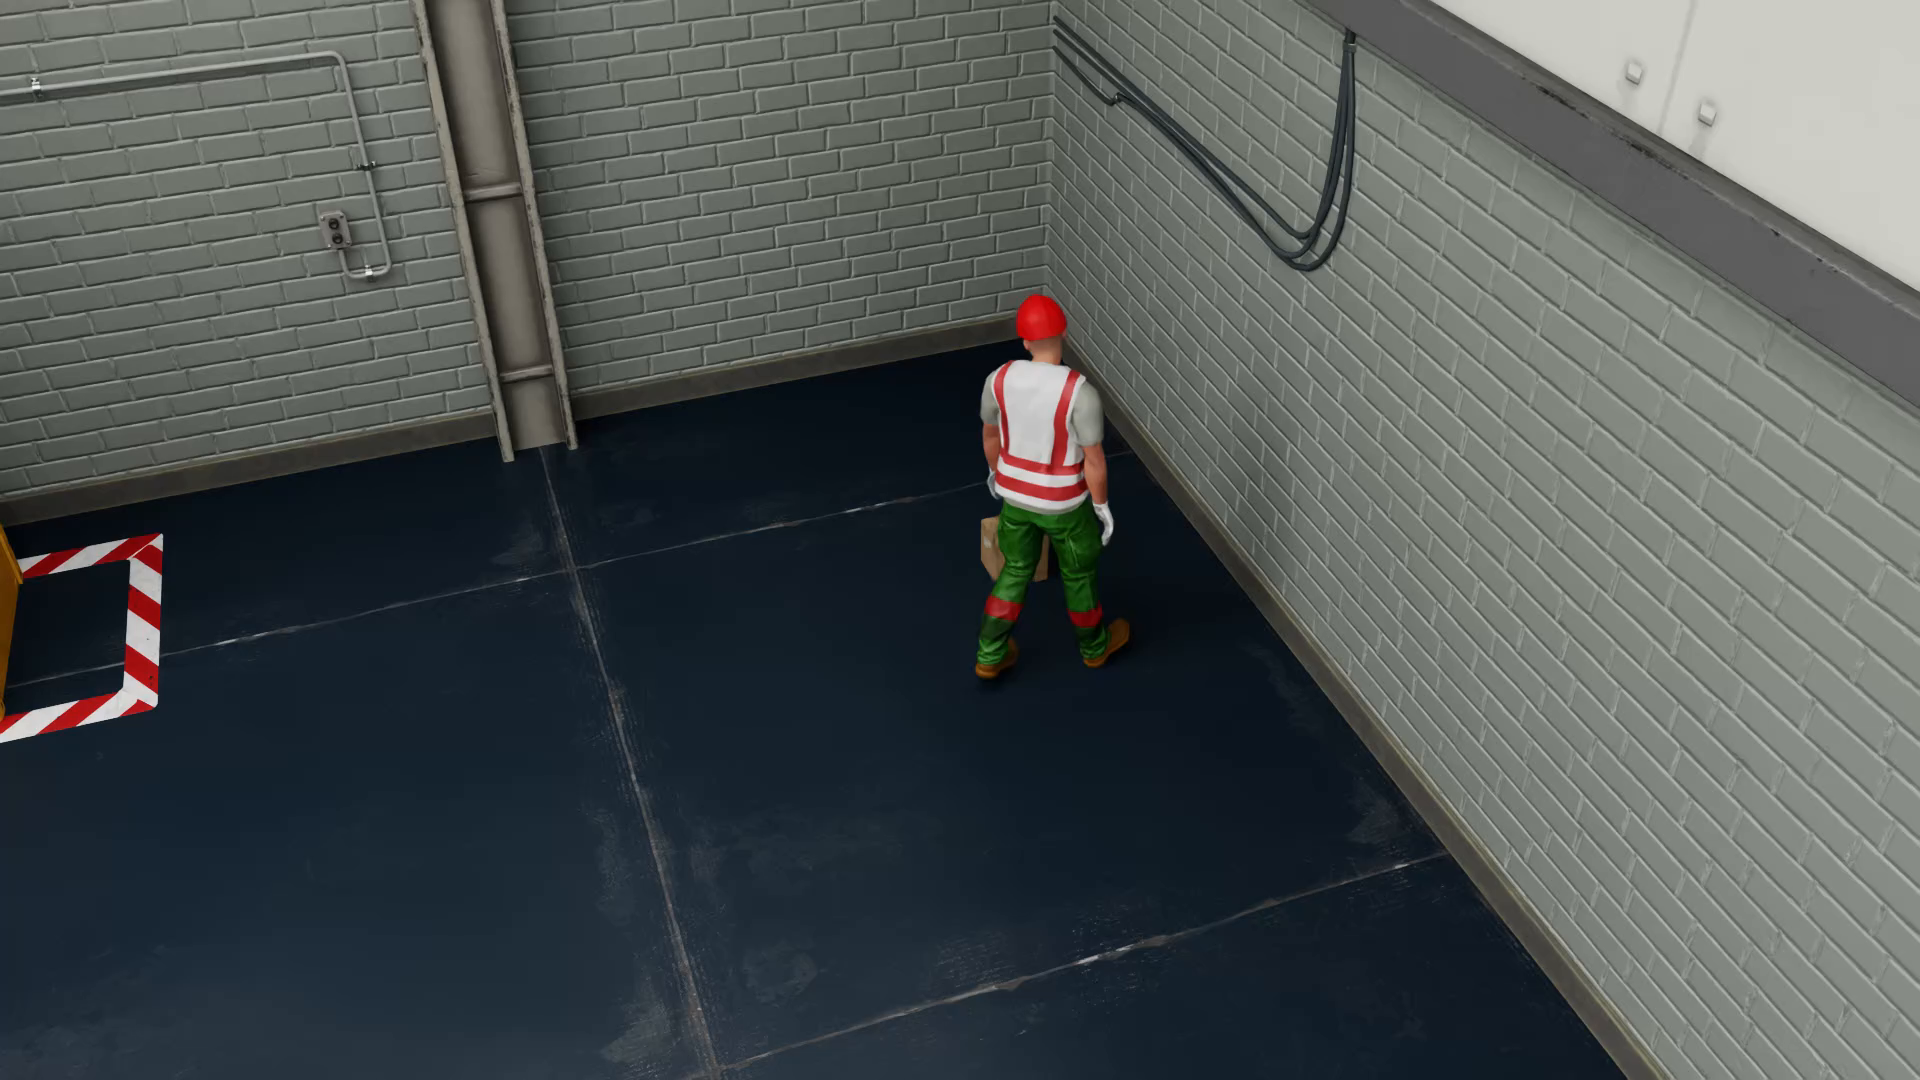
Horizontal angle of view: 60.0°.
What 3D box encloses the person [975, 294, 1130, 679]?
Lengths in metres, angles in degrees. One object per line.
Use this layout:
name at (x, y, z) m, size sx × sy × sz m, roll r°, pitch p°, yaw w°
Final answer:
person at (0.357, -0.177, 7.023) m, size 0.645 × 1.764 × 0.676 m, roll 22°, pitch 42°, yaw 26°
